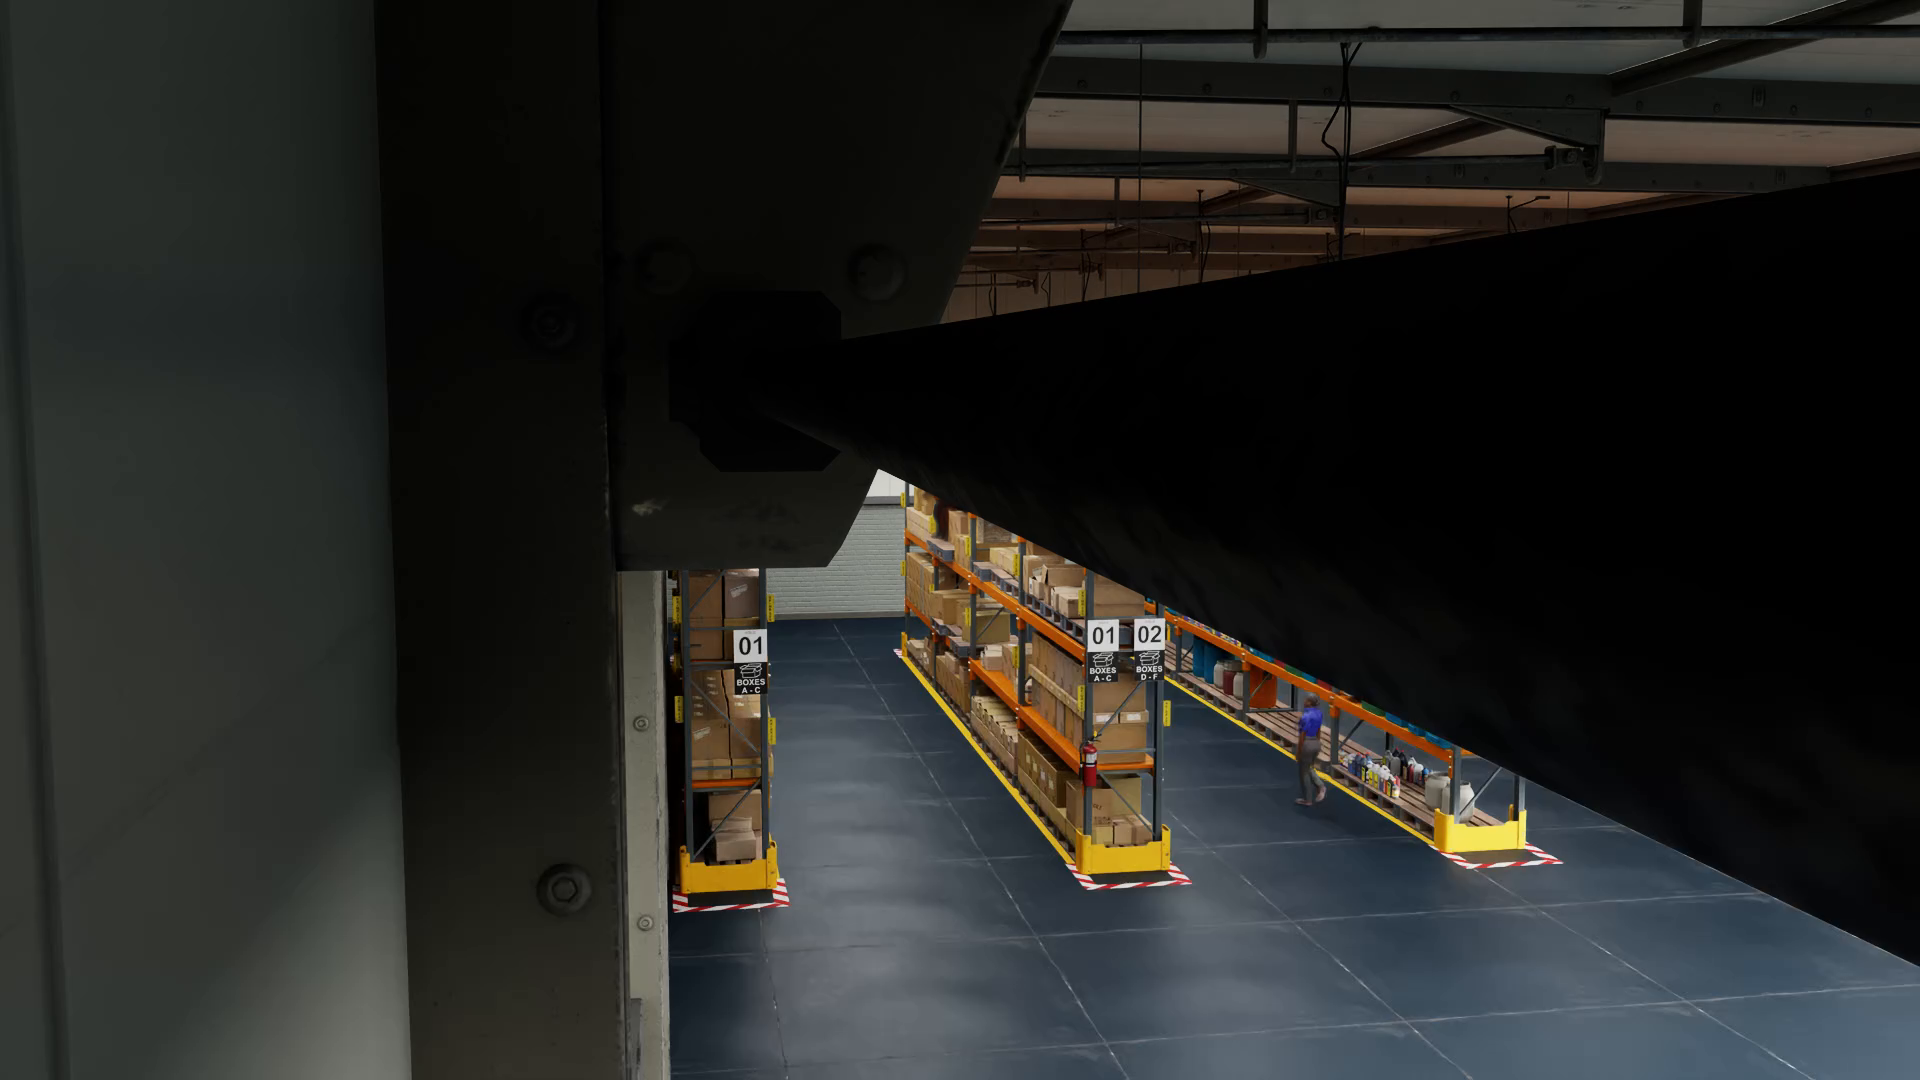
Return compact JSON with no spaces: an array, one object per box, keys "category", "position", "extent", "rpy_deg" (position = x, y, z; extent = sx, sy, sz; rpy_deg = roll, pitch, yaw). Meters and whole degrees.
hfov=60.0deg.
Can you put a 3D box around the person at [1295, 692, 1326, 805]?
[{"category":"person","position":[5.044,3.007,23.990],"extent":[0.483,1.648,0.458],"rpy_deg":[6,8,44]}]
